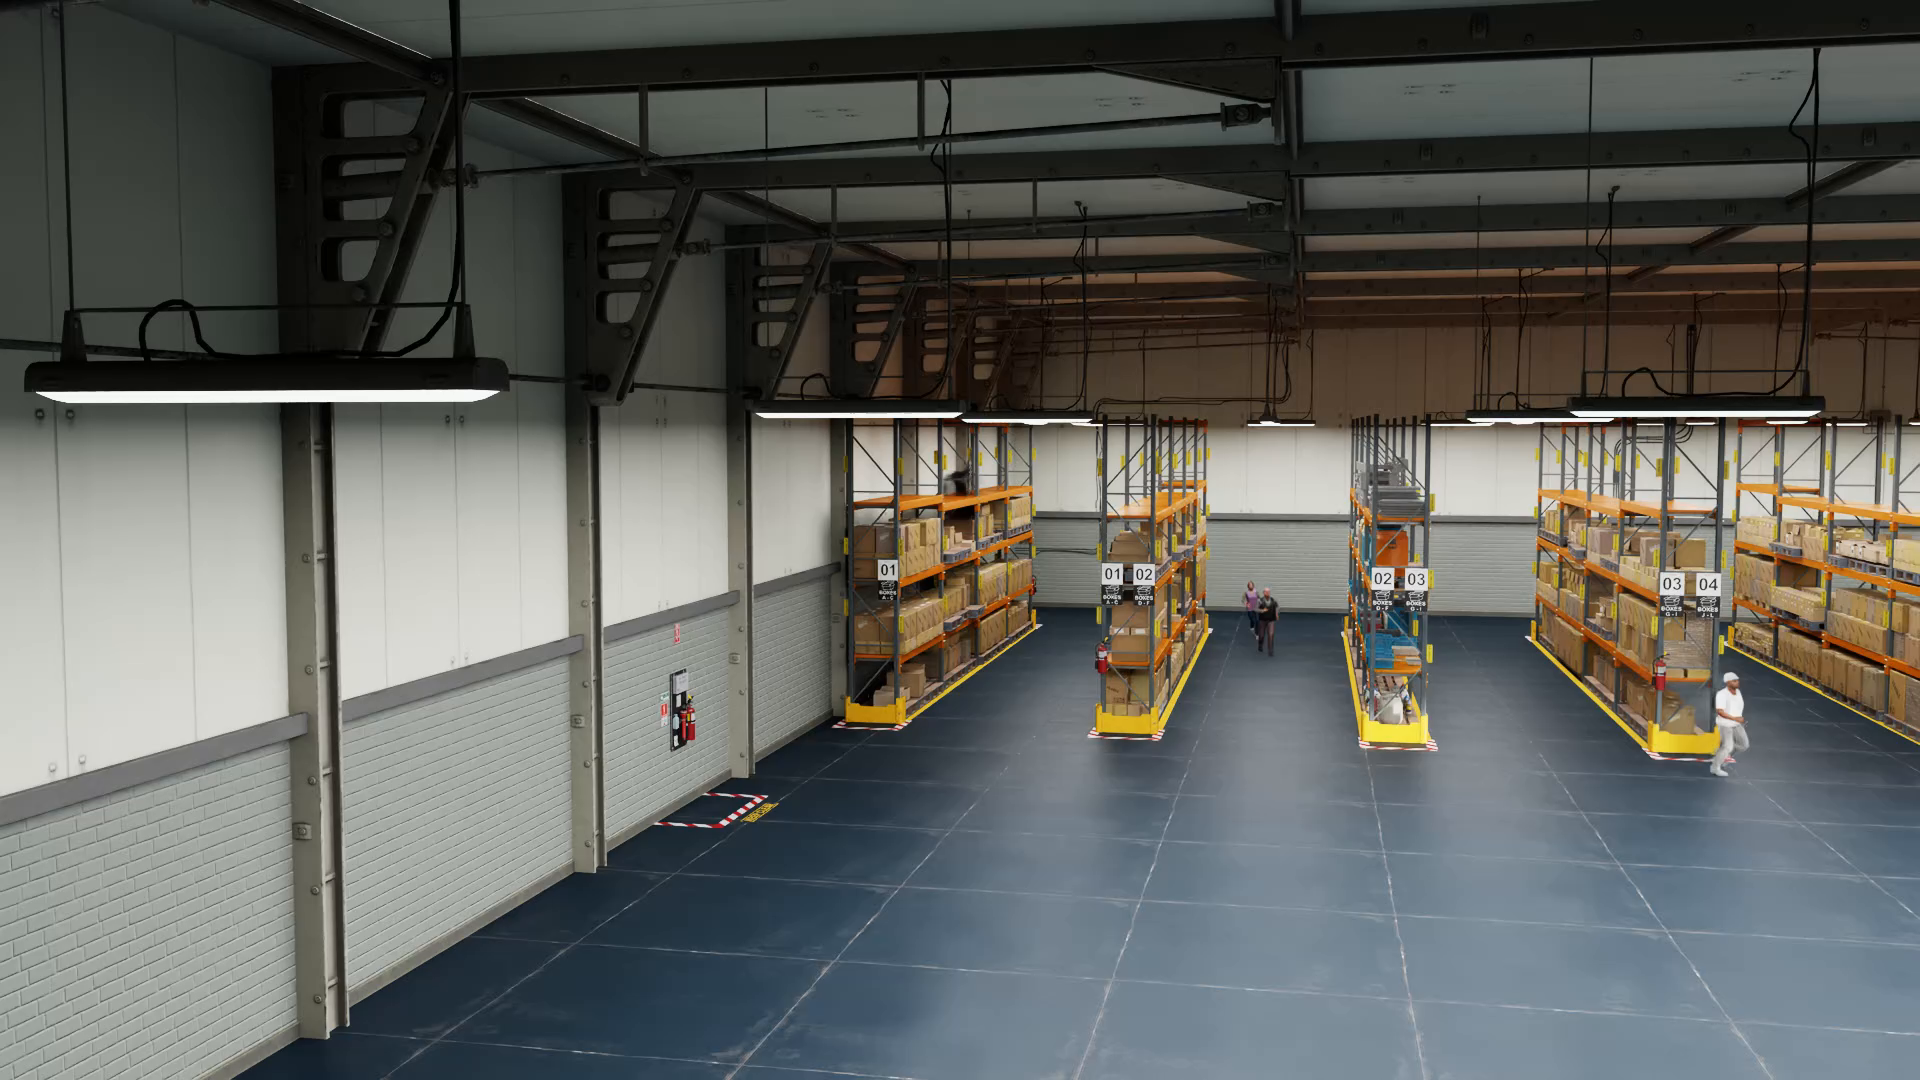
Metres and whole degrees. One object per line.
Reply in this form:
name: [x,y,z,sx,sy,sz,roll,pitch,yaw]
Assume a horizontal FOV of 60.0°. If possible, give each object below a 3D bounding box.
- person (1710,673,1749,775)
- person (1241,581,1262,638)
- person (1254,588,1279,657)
person: [12.735,3.035,27.410,0.739,1.717,0.654,-2,5,-33]
person: [8.050,1.918,45.875,0.572,1.529,0.598,0,4,-3]
person: [7.740,2.058,41.945,0.662,1.696,0.960,0,4,1]
